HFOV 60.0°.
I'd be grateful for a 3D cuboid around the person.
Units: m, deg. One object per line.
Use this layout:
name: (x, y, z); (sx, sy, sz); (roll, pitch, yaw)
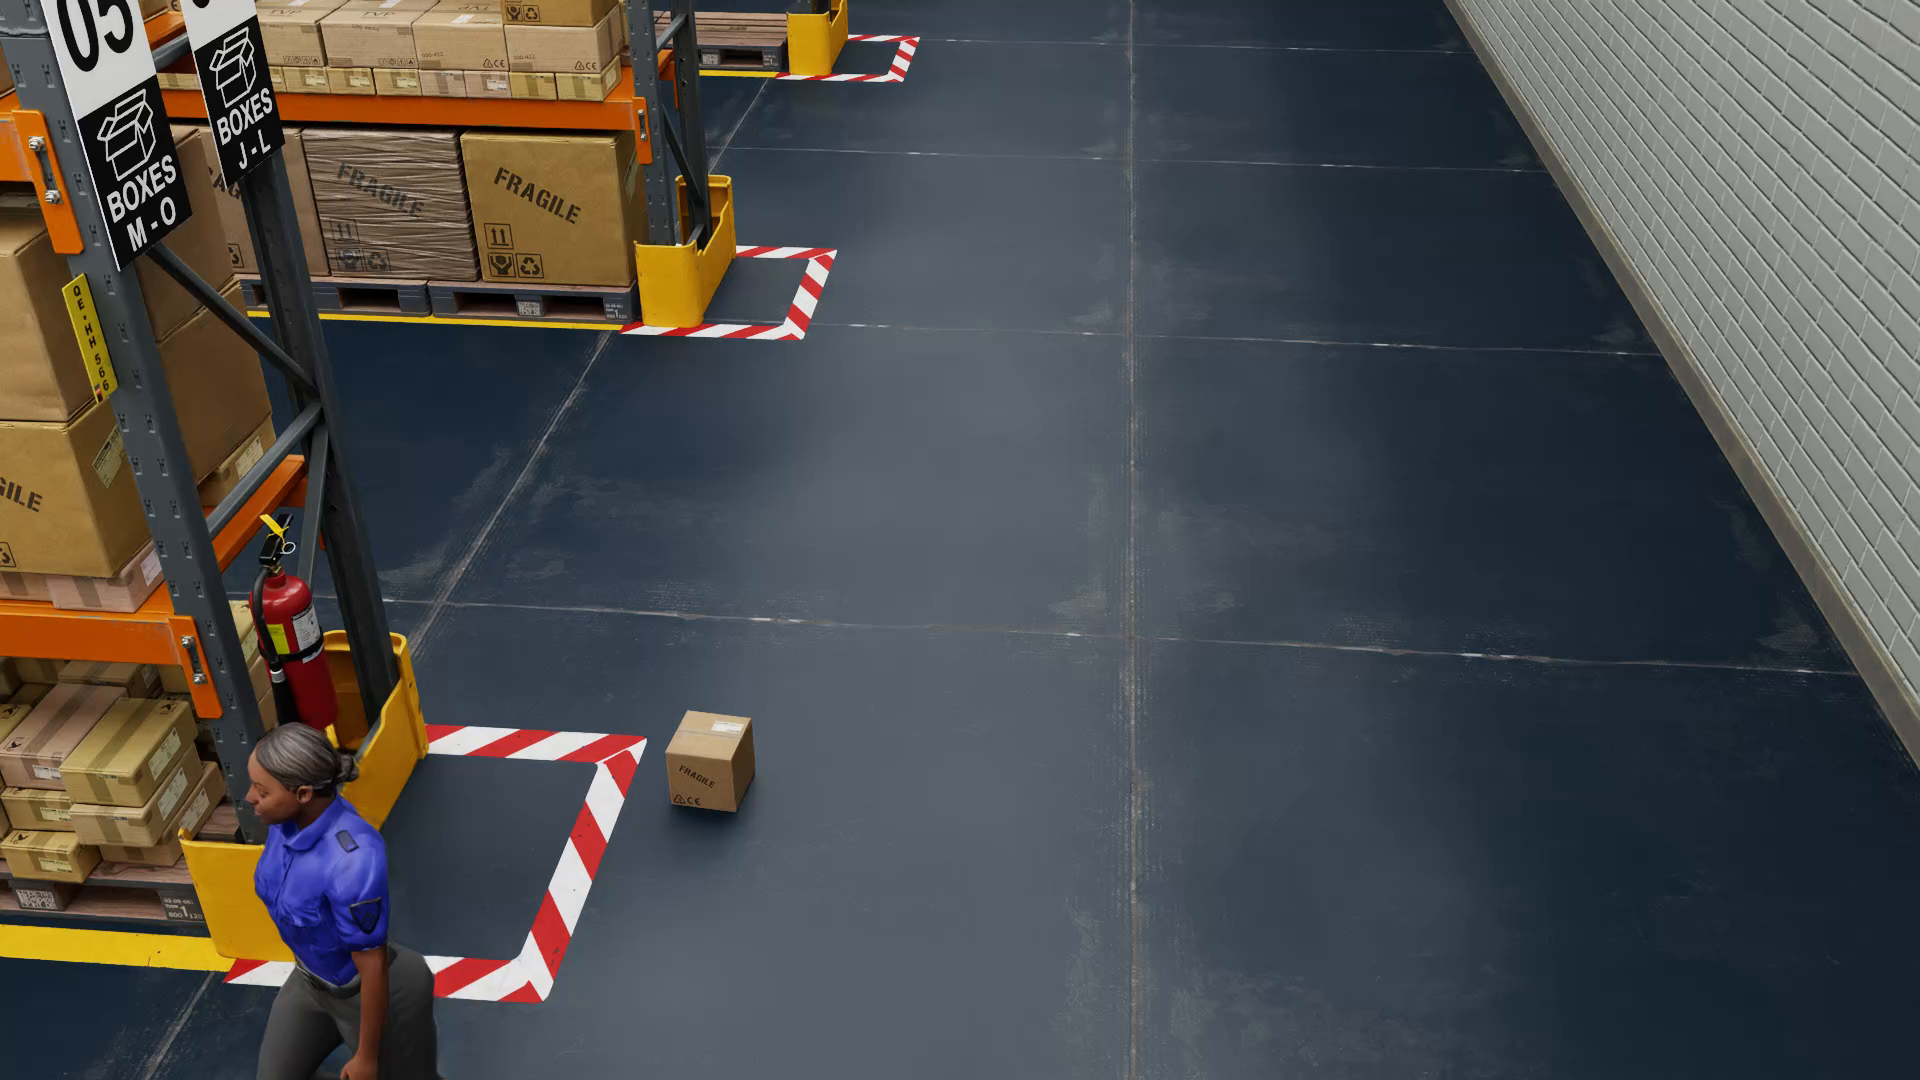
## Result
person: (-1.570, 1.184, 4.255); (0.507, 1.663, 0.470); (25, 40, 34)
